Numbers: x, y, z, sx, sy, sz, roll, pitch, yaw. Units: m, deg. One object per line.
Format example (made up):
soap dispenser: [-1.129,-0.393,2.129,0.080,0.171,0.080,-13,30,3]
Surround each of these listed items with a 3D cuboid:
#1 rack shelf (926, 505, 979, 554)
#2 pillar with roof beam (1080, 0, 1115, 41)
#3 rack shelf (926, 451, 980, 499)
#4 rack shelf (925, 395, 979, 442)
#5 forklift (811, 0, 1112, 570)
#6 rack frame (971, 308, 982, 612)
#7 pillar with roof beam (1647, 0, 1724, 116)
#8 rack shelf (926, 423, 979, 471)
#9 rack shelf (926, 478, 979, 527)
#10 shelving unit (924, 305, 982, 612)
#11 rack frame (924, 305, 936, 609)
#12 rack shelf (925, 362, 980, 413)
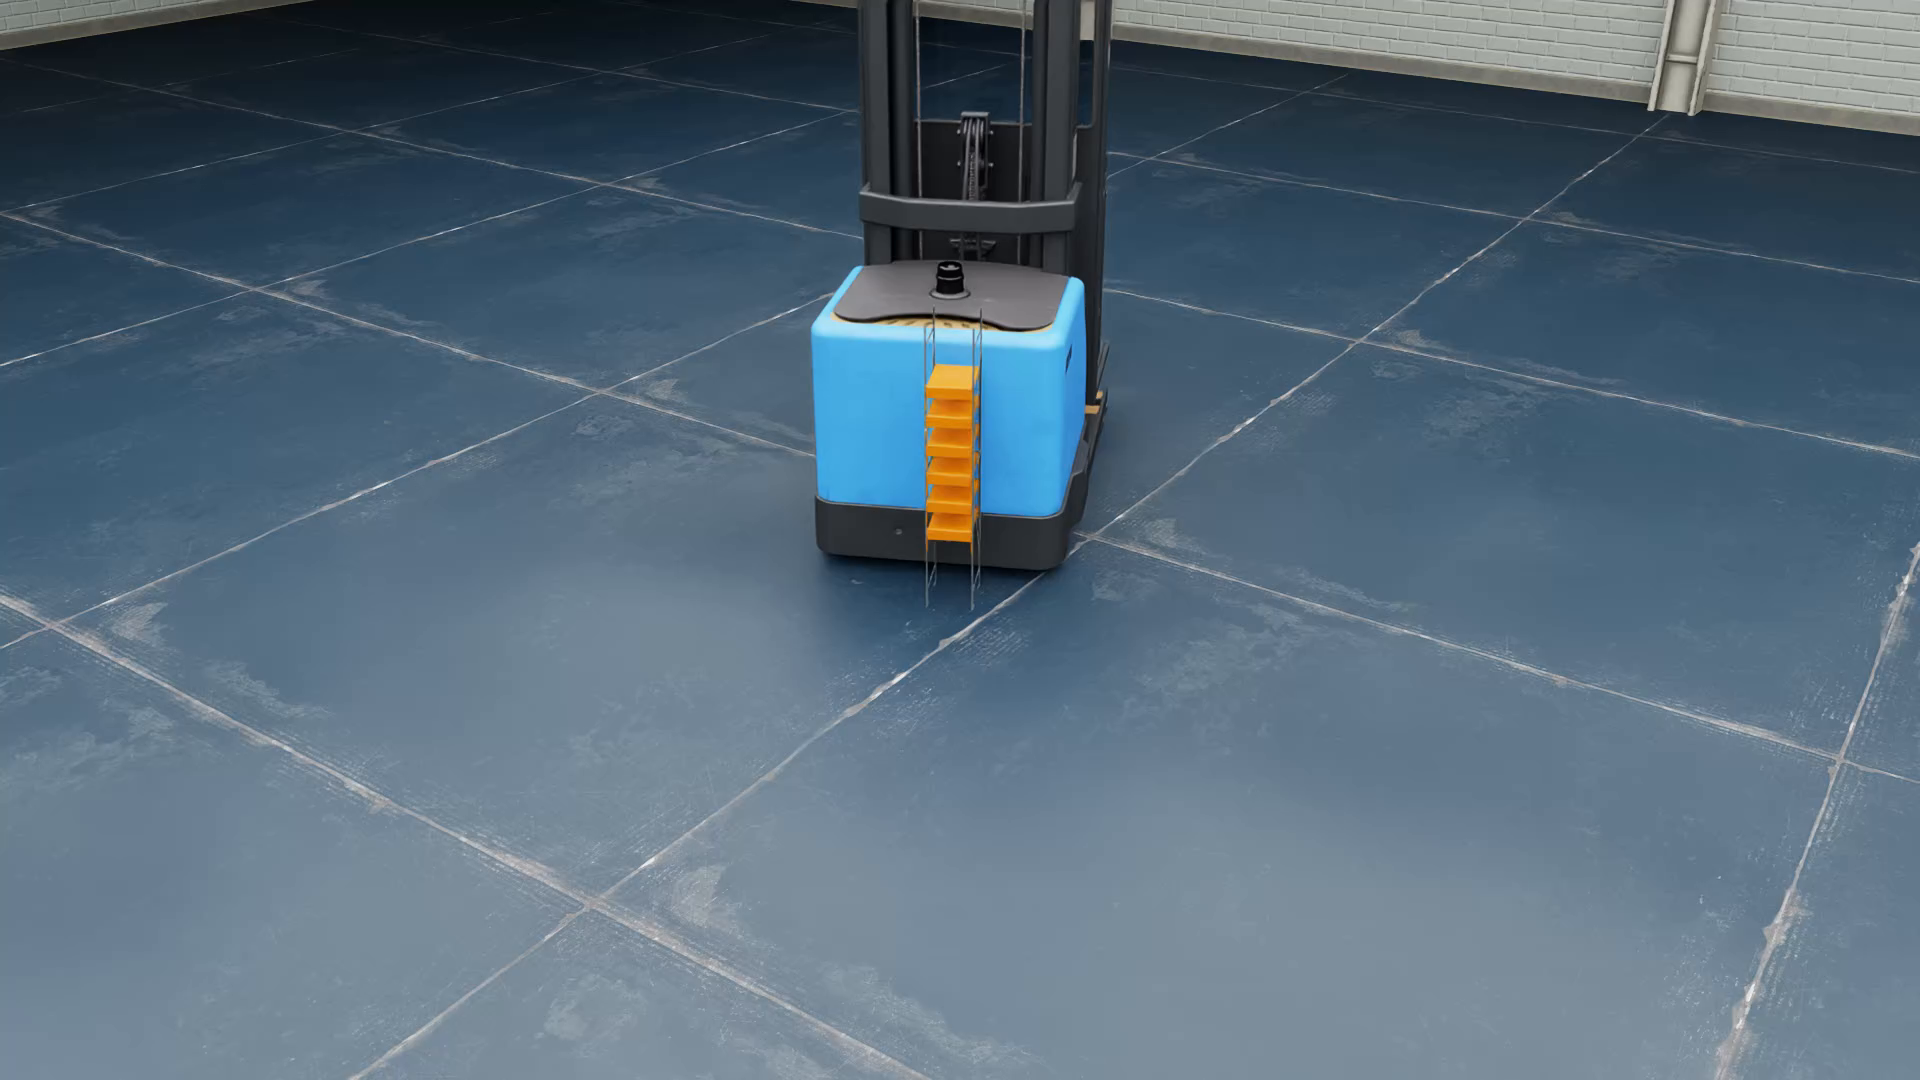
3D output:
rack shelf: [-0.026,-0.051,6.655,0.180,0.103,0.258,4,27,7]
pillar with roof beam: [-1.043,-7.759,12.575,0.400,9.000,9.100,17,32,30]
rack shelf: [-0.026,-0.265,6.546,0.180,0.103,0.258,4,27,7]
rack shelf: [-0.026,-0.479,6.437,0.180,0.103,0.258,4,27,7]
forklift: [0.145,-1.827,7.607,1.130,2.935,3.031,4,27,9]
rack frame: [0.065,-0.299,6.515,0.006,1.200,0.240,4,27,7]
pillar with roof beam: [3.902,-6.218,9.547,0.400,9.000,9.100,17,32,30]
rack shelf: [-0.026,-0.372,6.492,0.180,0.103,0.258,4,27,7]
rack shelf: [-0.026,-0.158,6.601,0.180,0.103,0.258,4,27,7]
shelving unit: [-0.026,-0.305,6.526,0.189,1.200,0.258,4,27,7]
rack frame: [-0.117,-0.311,6.537,0.006,1.200,0.240,4,27,7]
rack shelf: [-0.026,-0.586,6.383,0.180,0.103,0.258,4,27,7]
